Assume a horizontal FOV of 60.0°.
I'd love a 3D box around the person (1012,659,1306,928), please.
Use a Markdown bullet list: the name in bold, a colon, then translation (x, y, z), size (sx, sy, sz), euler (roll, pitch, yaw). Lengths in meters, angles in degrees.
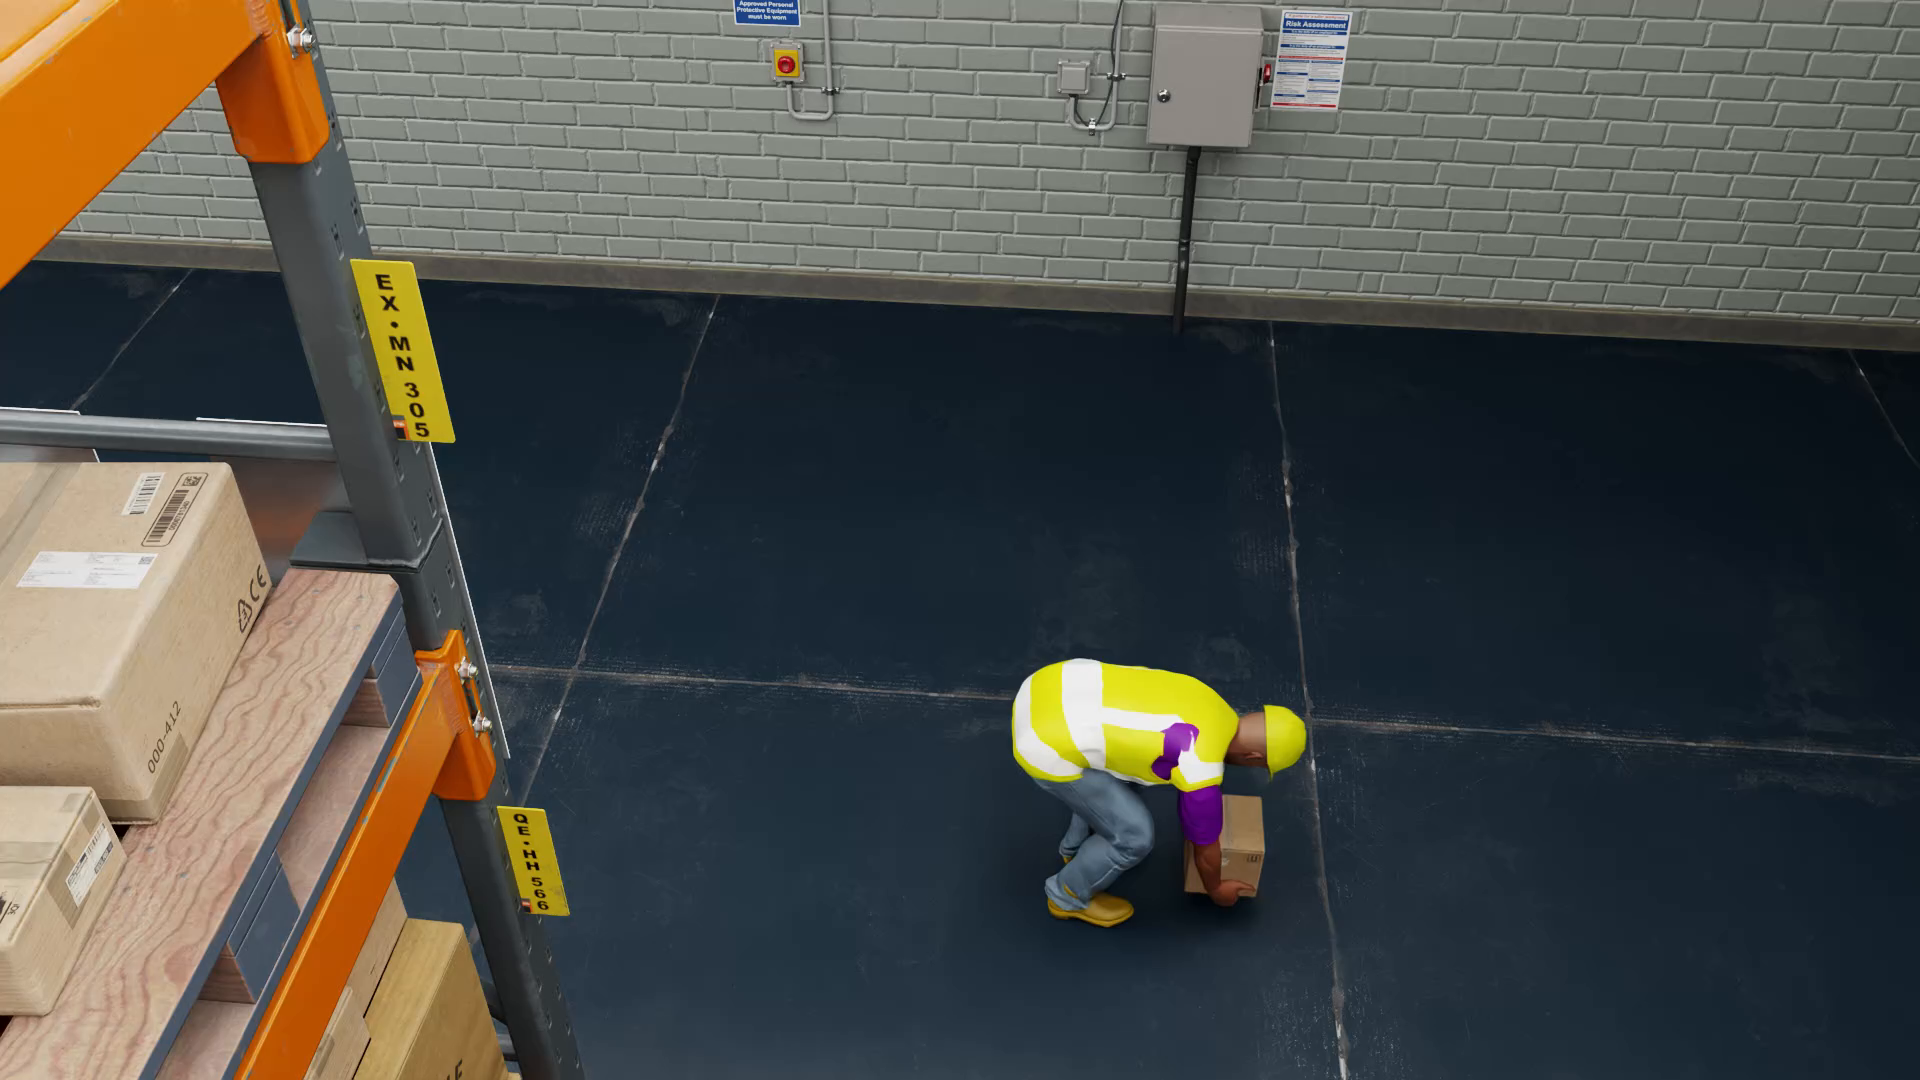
- **person**: translation (0.660, 0.850, 5.698), size (0.976, 1.019, 0.497), euler (1, 40, 2)
